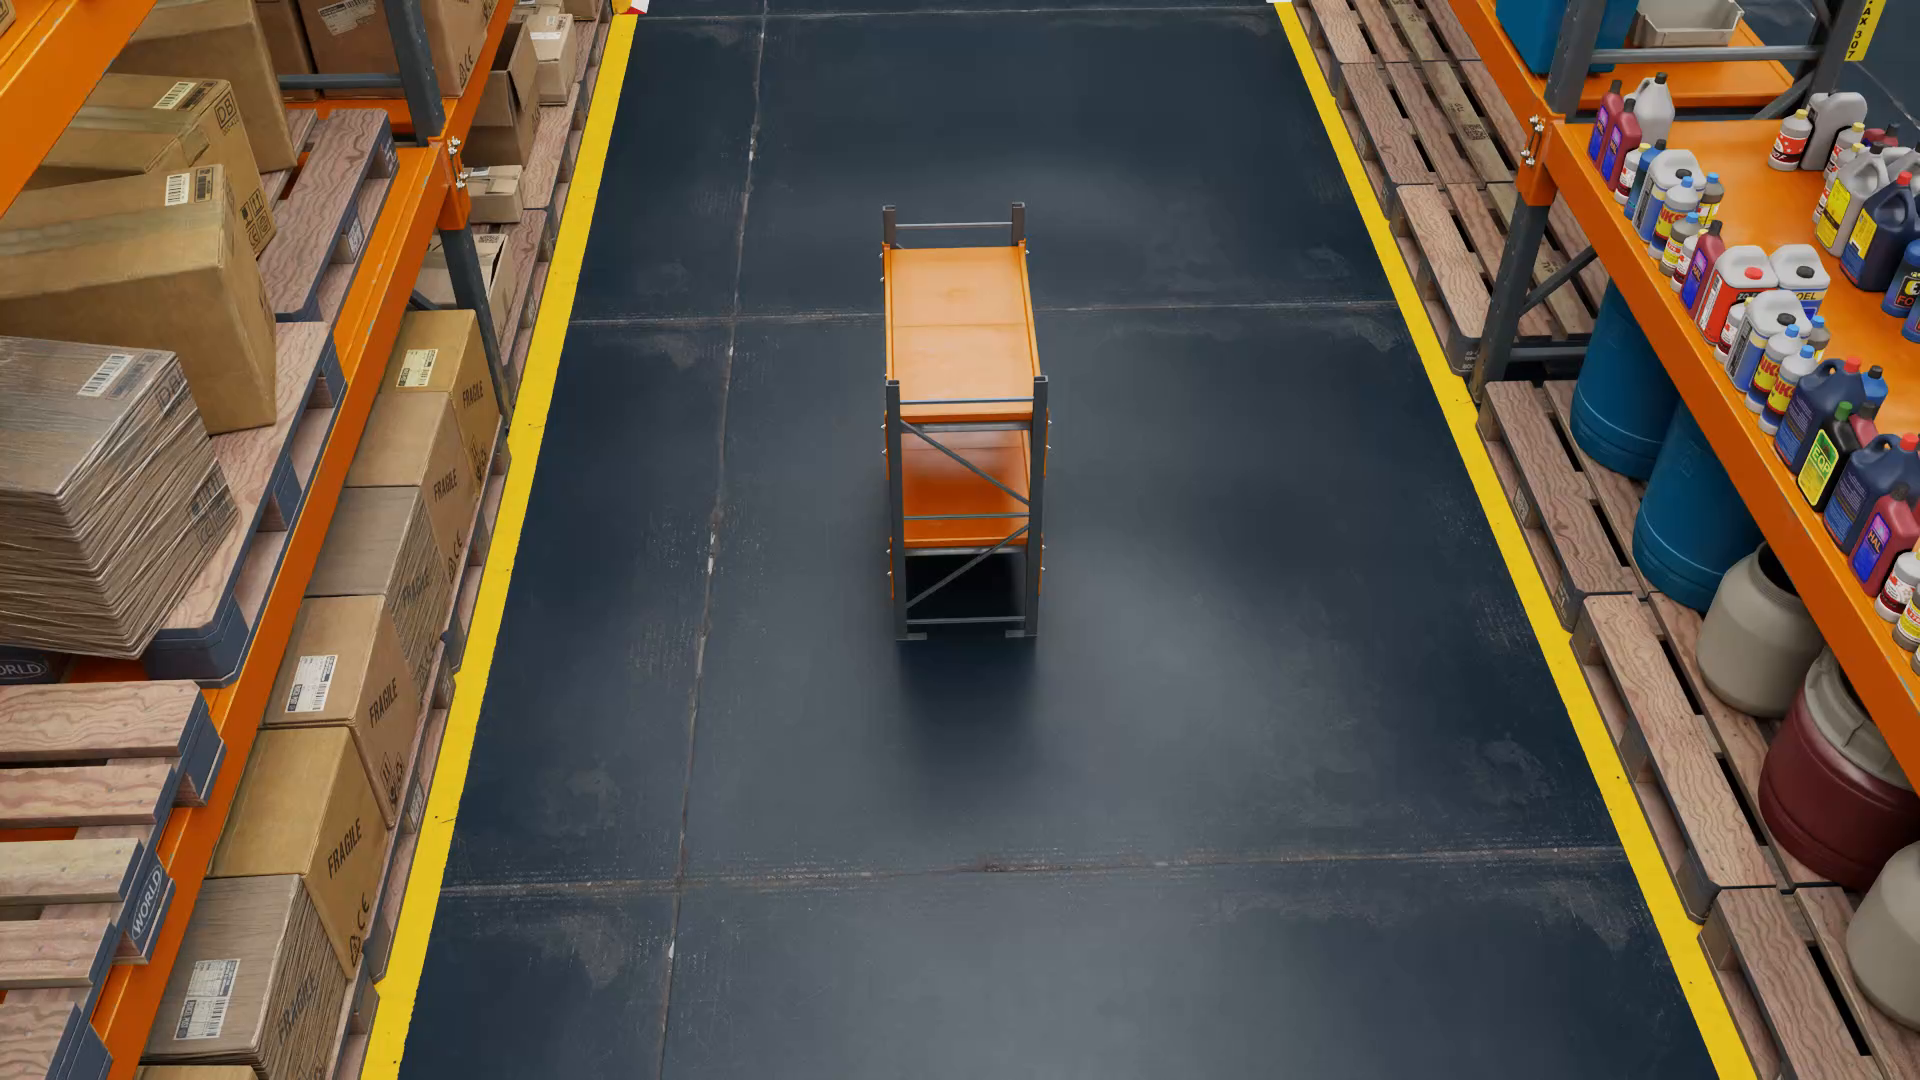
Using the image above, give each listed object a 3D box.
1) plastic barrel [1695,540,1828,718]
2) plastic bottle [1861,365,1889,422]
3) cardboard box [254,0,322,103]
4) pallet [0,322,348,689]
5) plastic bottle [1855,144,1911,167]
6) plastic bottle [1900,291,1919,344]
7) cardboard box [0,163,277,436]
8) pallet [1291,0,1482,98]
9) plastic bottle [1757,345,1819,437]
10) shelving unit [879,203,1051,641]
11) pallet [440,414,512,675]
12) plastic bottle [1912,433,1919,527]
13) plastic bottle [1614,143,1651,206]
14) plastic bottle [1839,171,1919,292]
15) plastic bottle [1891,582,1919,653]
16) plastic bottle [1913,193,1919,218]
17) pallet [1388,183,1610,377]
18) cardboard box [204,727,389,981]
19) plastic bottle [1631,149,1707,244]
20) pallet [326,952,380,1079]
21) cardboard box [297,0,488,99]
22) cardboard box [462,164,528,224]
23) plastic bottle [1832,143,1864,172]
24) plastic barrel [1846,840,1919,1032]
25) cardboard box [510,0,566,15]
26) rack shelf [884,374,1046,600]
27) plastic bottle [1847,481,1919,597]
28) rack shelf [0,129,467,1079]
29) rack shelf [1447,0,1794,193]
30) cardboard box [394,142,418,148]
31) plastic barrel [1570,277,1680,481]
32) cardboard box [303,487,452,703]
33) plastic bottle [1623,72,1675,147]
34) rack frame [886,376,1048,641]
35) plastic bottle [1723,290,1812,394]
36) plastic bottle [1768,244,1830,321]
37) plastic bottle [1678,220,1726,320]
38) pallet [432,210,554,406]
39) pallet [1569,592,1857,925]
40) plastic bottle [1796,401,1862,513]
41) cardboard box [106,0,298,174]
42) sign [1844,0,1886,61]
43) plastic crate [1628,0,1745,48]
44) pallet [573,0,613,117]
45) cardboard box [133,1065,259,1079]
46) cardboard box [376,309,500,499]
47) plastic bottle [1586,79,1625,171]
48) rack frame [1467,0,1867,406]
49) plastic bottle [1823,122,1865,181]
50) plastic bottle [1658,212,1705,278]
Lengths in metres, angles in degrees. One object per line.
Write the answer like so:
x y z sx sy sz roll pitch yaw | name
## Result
2.592 0.277 5.258 0.421 0.512 0.421 0 43 0 | plastic barrel
2.440 -0.356 4.514 0.097 0.271 0.097 0 43 0 | plastic bottle
-2.605 -1.942 6.075 0.500 0.500 0.500 -1 43 -1 | cardboard box
-2.245 -0.117 4.300 1.003 0.211 1.213 -2 43 -2 | pallet
2.977 -1.166 5.394 0.152 0.276 0.135 -2 43 -2 | plastic bottle
2.880 -0.717 4.907 0.097 0.271 0.097 0 43 0 | plastic bottle
-2.191 -0.576 4.274 0.700 0.500 0.500 -12 44 -13 | cardboard box
2.448 -2.830 9.181 1.003 0.211 1.213 -2 43 -2 | pallet
2.291 -0.418 4.581 0.097 0.271 0.097 0 43 0 | plastic bottle
0.000 -0.419 5.875 0.538 1.125 1.048 -2 43 -2 | shelving unit
-2.255 0.001 6.093 1.003 0.211 1.213 -2 43 -2 | pallet
2.436 -0.133 4.262 0.061 0.283 0.133 -2 43 -2 | plastic bottle
2.240 -1.215 5.502 0.097 0.201 0.097 0 43 0 | plastic bottle
2.851 -0.957 5.110 0.144 0.351 0.185 -2 43 -2 | plastic bottle
2.327 0.169 3.993 0.097 0.201 0.097 0 43 0 | plastic bottle
2.995 -0.961 5.115 0.144 0.351 0.185 -2 43 -2 | plastic bottle
2.552 -1.182 7.384 1.003 0.211 1.213 -2 43 -2 | pallet
-1.936 0.877 4.598 0.500 0.500 0.500 -2 43 -2 | cardboard box
2.276 -1.099 5.321 0.152 0.276 0.135 -2 43 -2 | plastic bottle
-2.152 1.648 4.296 1.003 0.211 1.213 -2 43 -2 | pallet
-2.077 -1.964 6.099 0.500 0.500 0.500 -1 43 -1 | cardboard box
-2.176 -1.566 7.510 0.380 0.166 0.250 -2 43 -2 | cardboard box
2.938 -1.216 5.503 0.097 0.201 0.097 0 43 0 | plastic bottle
2.640 1.039 4.427 0.421 0.512 0.421 0 43 0 | plastic barrel
-2.301 -2.758 8.810 0.380 0.166 0.250 -2 43 -2 | cardboard box
0.000 -0.239 6.040 0.538 0.278 1.000 -2 43 -2 | rack shelf
2.299 -0.004 4.121 0.061 0.283 0.133 -2 43 -2 | plastic bottle
-2.243 0.040 4.519 1.077 0.370 4.000 -2 43 -2 | rack shelf
2.537 -2.800 7.617 1.077 0.370 4.000 -2 43 -2 | rack shelf
-2.667 -1.629 7.472 0.500 0.311 0.500 -2 43 -2 | cardboard box
2.628 -0.729 6.067 0.600 0.901 0.708 -2 43 -2 | plastic barrel
-1.987 0.181 5.357 0.500 0.500 0.500 -1 43 -1 | cardboard box
2.314 -1.423 5.619 0.144 0.351 0.185 -2 43 -2 | plastic bottle
0.021 -0.076 5.500 0.500 1.125 0.032 -2 43 -2 | rack frame
2.310 -0.564 4.737 0.152 0.276 0.135 -2 43 -2 | plastic bottle
2.452 -0.725 4.913 0.152 0.276 0.135 -2 43 -2 | plastic bottle
2.249 -0.813 5.003 0.061 0.283 0.133 -2 43 -2 | plastic bottle
-2.356 -1.011 7.197 1.003 0.211 1.213 -2 43 -2 | pallet
2.667 0.661 5.373 1.003 0.211 1.213 -2 43 -2 | pallet
2.286 -0.219 4.355 0.061 0.283 0.133 -2 43 -2 | plastic bottle
-2.531 -1.441 5.217 0.700 0.500 0.500 -15 45 -16 | cardboard box
3.171 -1.832 5.823 0.100 0.325 0.005 -2 43 -2 | sign
2.745 -1.958 6.317 0.396 0.136 0.243 -2 43 -2 | plastic crate
-2.459 -2.658 8.994 1.003 0.211 1.213 -2 43 -2 | pallet
-1.891 1.569 3.843 0.500 0.500 0.500 0 43 0 | cardboard box
-2.020 -0.491 6.090 0.500 0.500 0.500 -2 43 -2 | cardboard box
2.211 -1.412 5.657 0.061 0.283 0.133 -2 43 -2 | plastic bottle
2.622 -1.715 5.901 1.000 3.000 0.127 -2 43 -2 | rack frame
2.993 -1.308 5.604 0.097 0.201 0.097 0 43 0 | plastic bottle
2.258 -0.927 5.188 0.097 0.201 0.097 0 43 0 | plastic bottle
